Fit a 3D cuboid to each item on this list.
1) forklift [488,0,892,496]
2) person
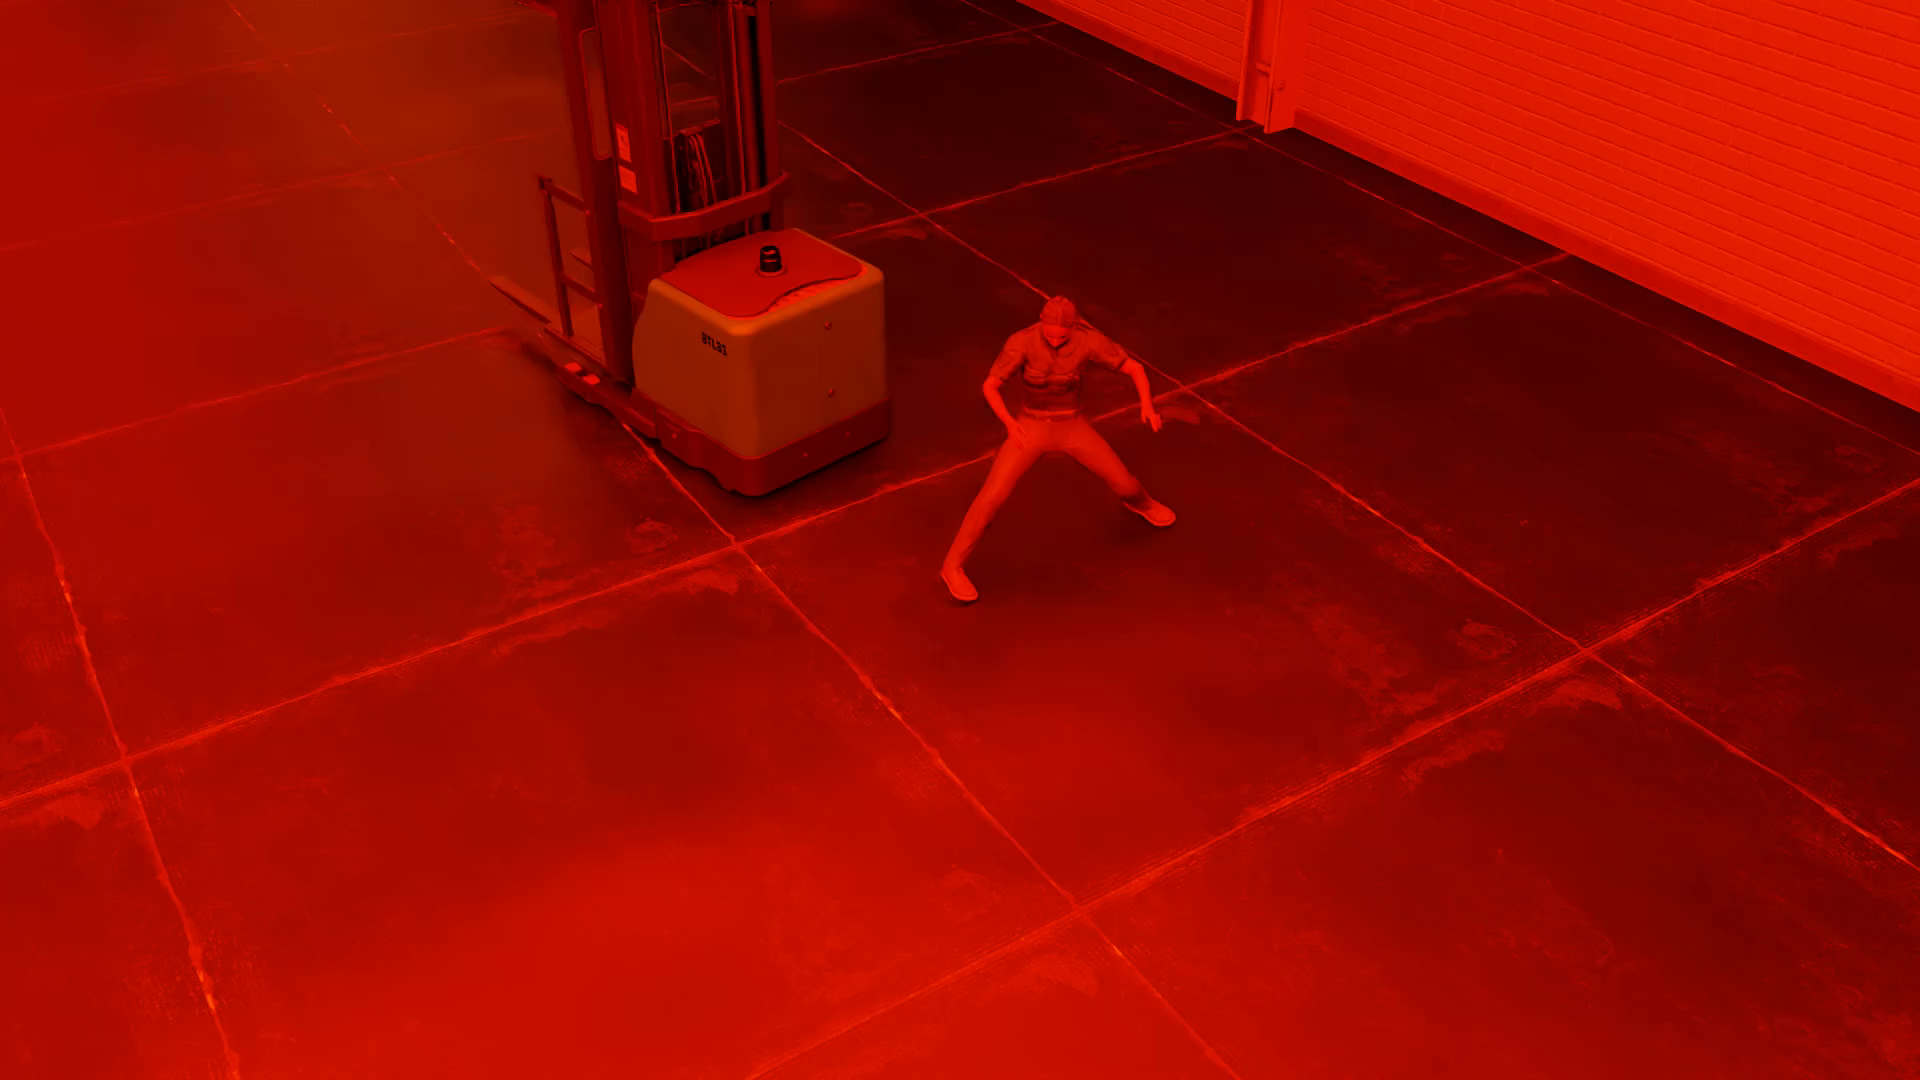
[{"bbox_3d":[-1.761,-2.192,9.267,1.130,2.935,3.031,-28,44,-34],"label":"forklift"},{"bbox_3d":[0.523,-0.508,8.158,1.250,1.445,0.791,-1,35,-2],"label":"person"}]
